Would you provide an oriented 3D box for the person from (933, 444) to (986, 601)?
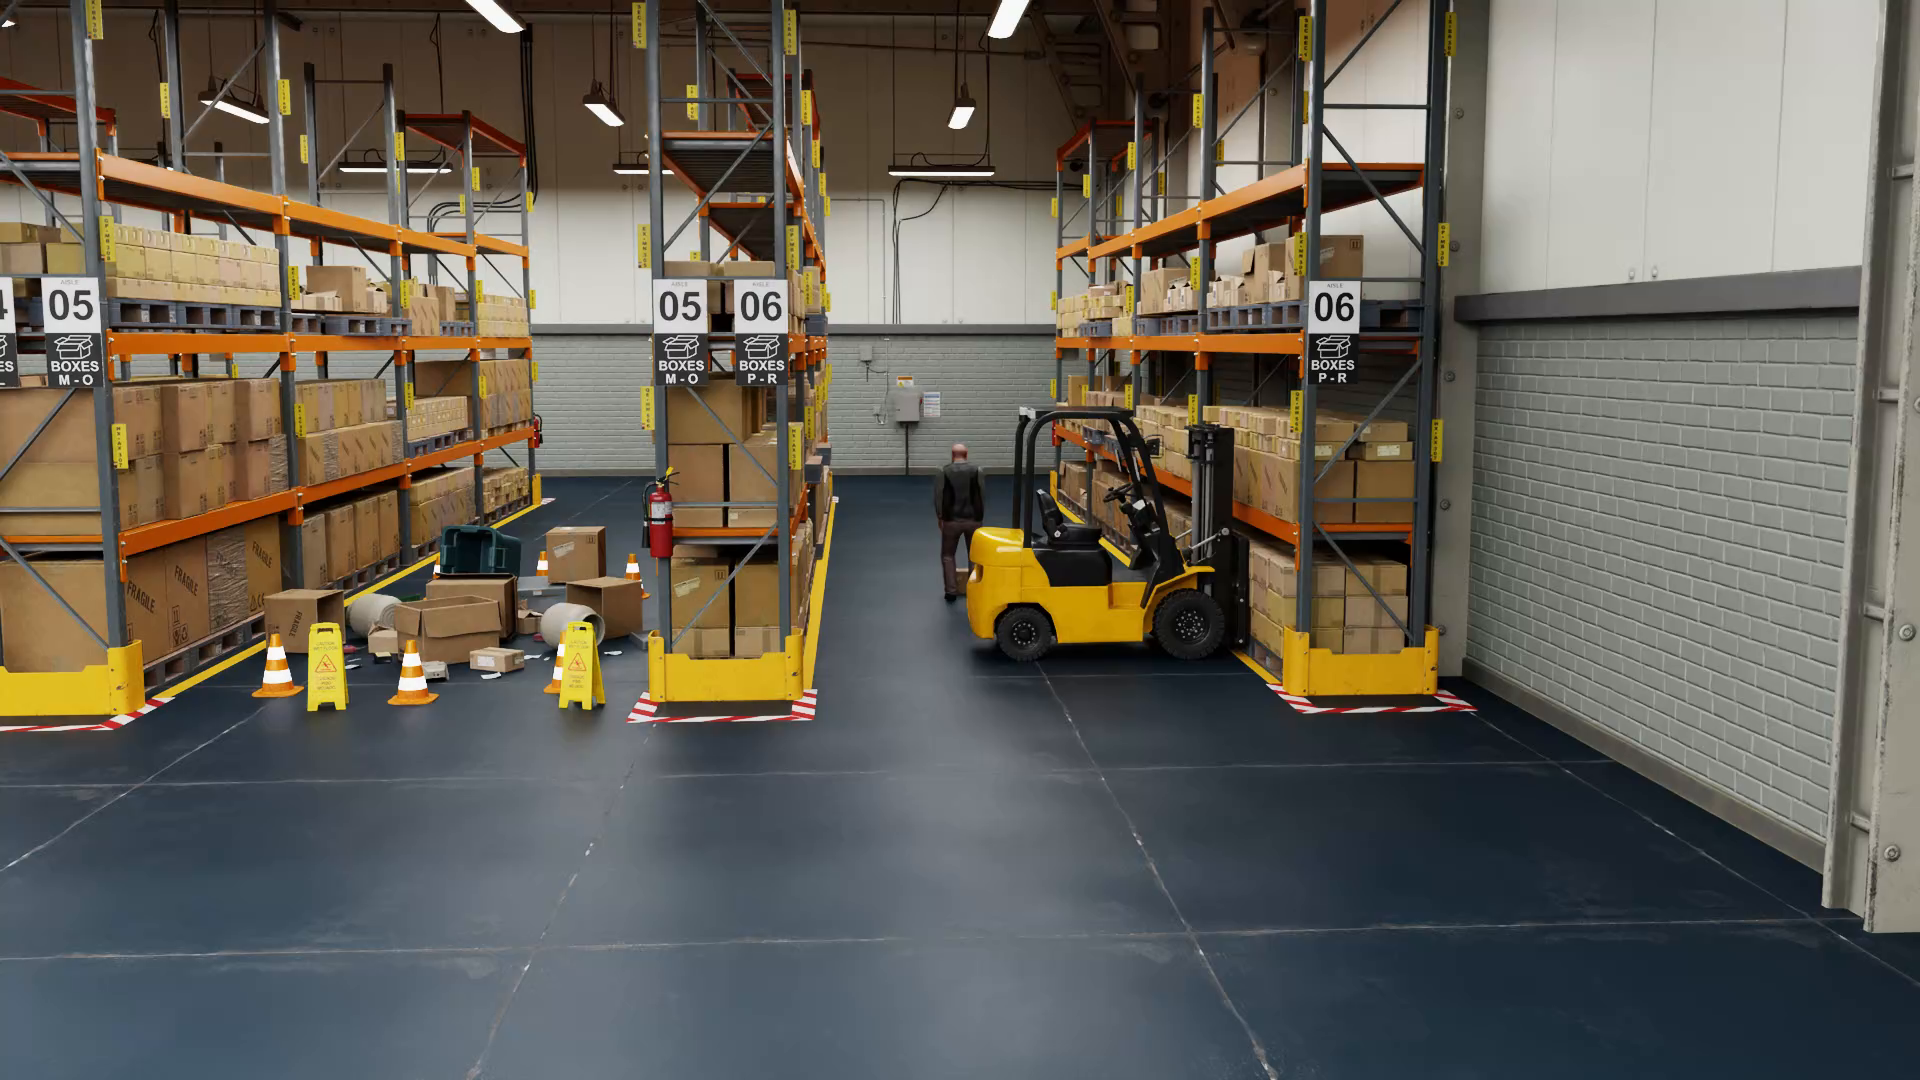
[{"bbox_3d":[-0.002,-0.183,17.692,0.563,1.658,0.447,0,7,-2],"label":"person"}]
